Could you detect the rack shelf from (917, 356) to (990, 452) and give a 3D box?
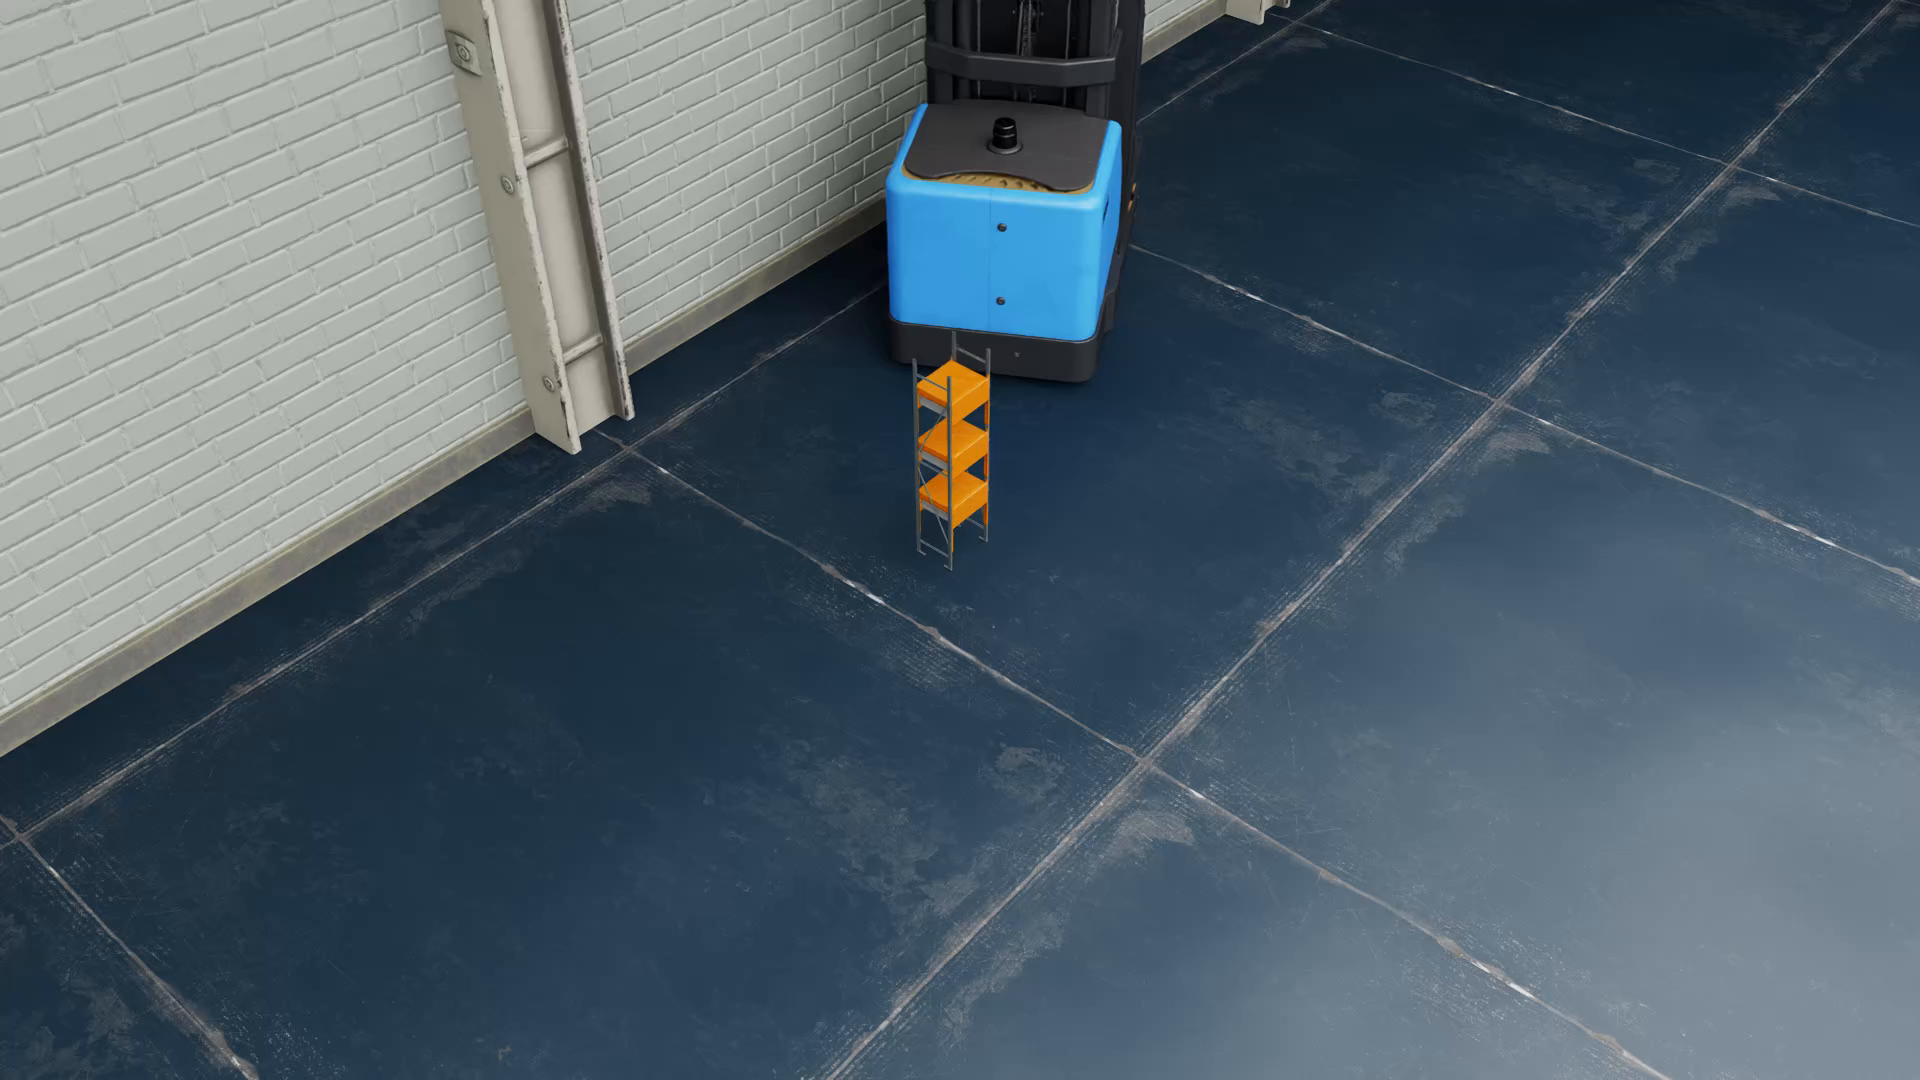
[{"bbox_3d":[-0.034,-0.563,6.865,0.215,0.259,0.240,29,50,28],"label":"rack shelf"}]

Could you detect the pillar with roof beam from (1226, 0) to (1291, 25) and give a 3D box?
[{"bbox_3d":[5.333,-5.126,6.381,9.100,9.000,0.400,29,50,28],"label":"pillar with roof beam"}]

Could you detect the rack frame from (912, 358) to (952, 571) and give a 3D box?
[{"bbox_3d":[-0.113,-0.298,6.980,0.200,1.050,0.008,29,50,28],"label":"rack frame"}]

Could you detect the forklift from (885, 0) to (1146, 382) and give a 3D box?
[{"bbox_3d":[0.417,-2.860,8.399,1.130,2.935,3.031,7,43,8],"label":"forklift"}]

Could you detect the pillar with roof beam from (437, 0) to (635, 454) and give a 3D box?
[{"bbox_3d":[1.472,-2.037,2.983,9.100,9.000,0.400,29,50,28],"label":"pillar with roof beam"}]

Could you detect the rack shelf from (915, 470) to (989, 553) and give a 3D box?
[{"bbox_3d":[-0.034,-0.147,7.243,0.215,0.259,0.240,29,50,28],"label":"rack shelf"}]

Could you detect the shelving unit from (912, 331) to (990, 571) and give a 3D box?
[{"bbox_3d":[-0.034,-0.361,7.049,0.215,1.050,0.252,29,50,28],"label":"shelving unit"}]

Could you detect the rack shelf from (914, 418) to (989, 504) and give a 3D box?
[{"bbox_3d":[-0.034,-0.353,7.056,0.215,0.259,0.240,29,50,28],"label":"rack shelf"}]

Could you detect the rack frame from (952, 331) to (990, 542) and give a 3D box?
[{"bbox_3d":[0.044,-0.424,7.118,0.200,1.050,0.008,29,50,28],"label":"rack frame"}]
